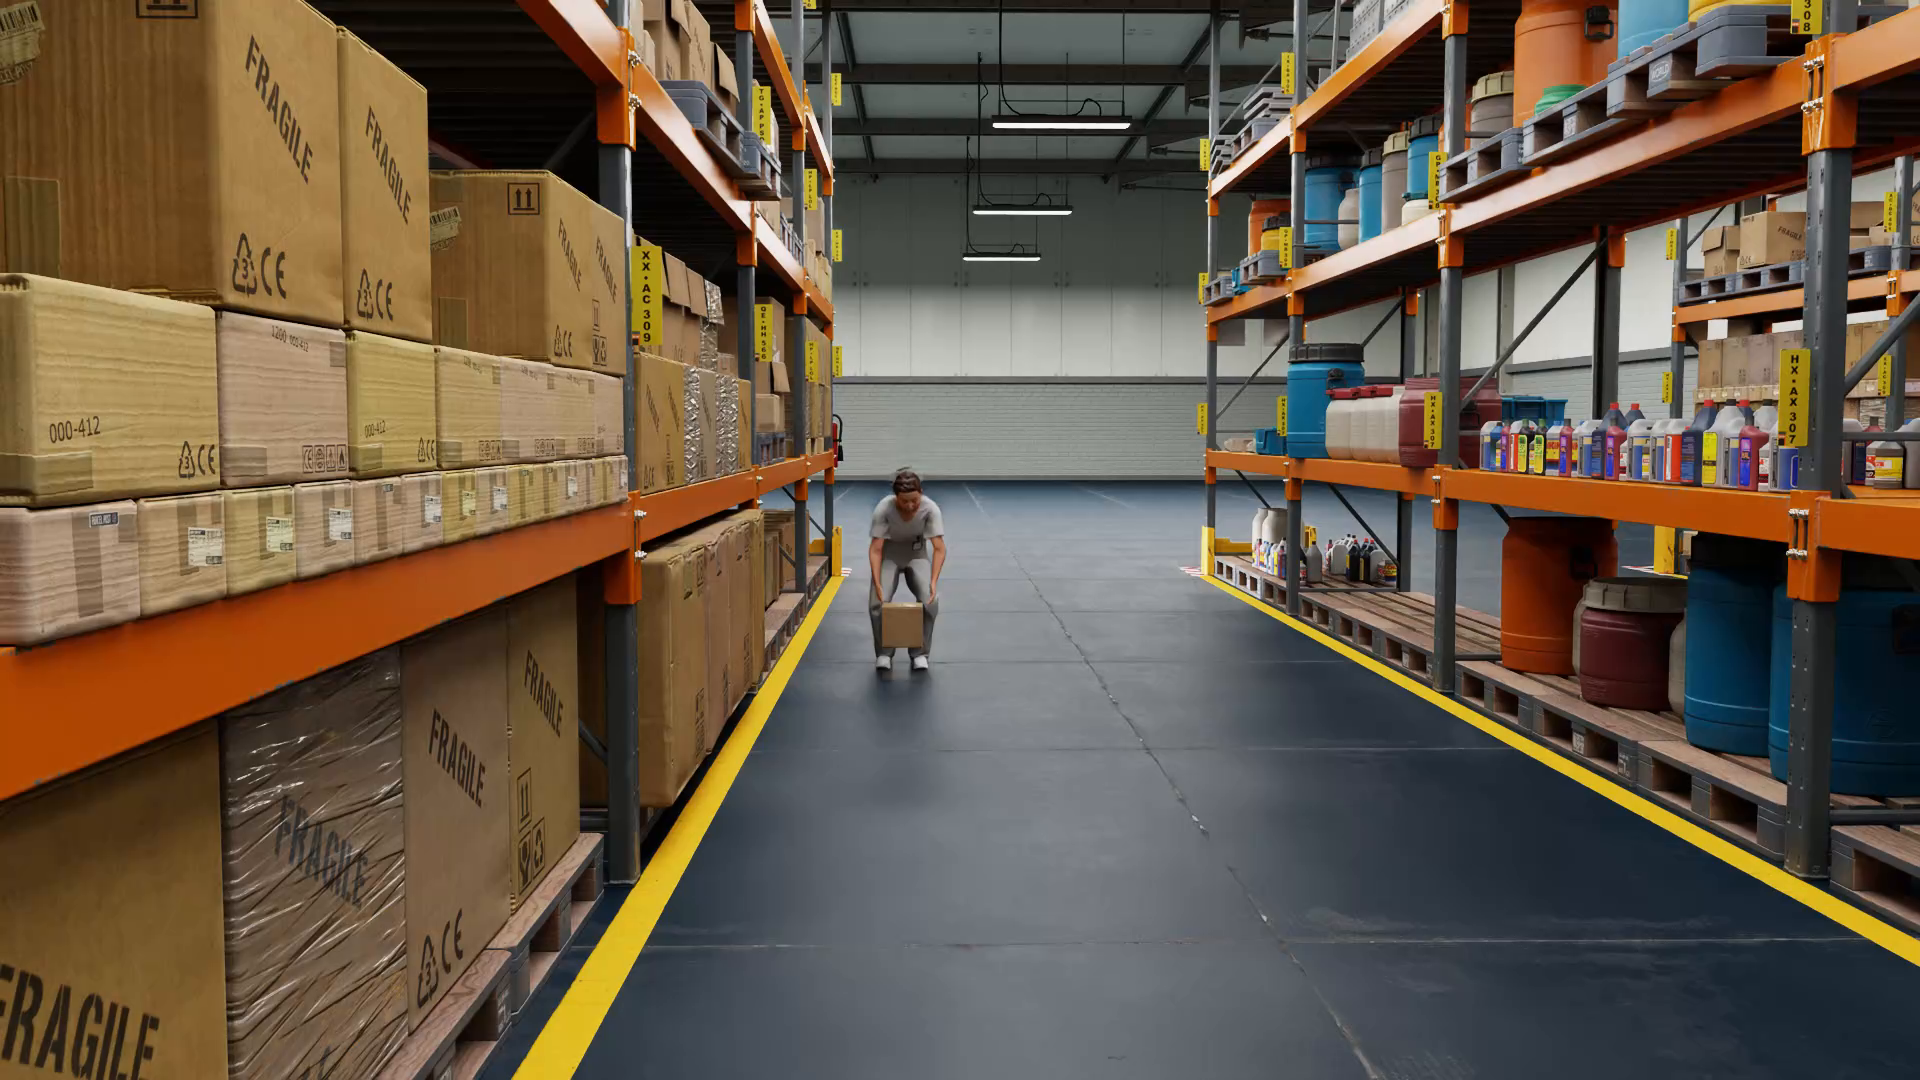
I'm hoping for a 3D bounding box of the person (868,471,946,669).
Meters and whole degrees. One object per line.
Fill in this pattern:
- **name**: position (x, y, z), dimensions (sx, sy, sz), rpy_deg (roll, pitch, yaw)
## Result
- **person**: position (-0.337, 0.188, 10.655), dimensions (0.493, 1.278, 0.693), rpy_deg (0, 4, -1)
